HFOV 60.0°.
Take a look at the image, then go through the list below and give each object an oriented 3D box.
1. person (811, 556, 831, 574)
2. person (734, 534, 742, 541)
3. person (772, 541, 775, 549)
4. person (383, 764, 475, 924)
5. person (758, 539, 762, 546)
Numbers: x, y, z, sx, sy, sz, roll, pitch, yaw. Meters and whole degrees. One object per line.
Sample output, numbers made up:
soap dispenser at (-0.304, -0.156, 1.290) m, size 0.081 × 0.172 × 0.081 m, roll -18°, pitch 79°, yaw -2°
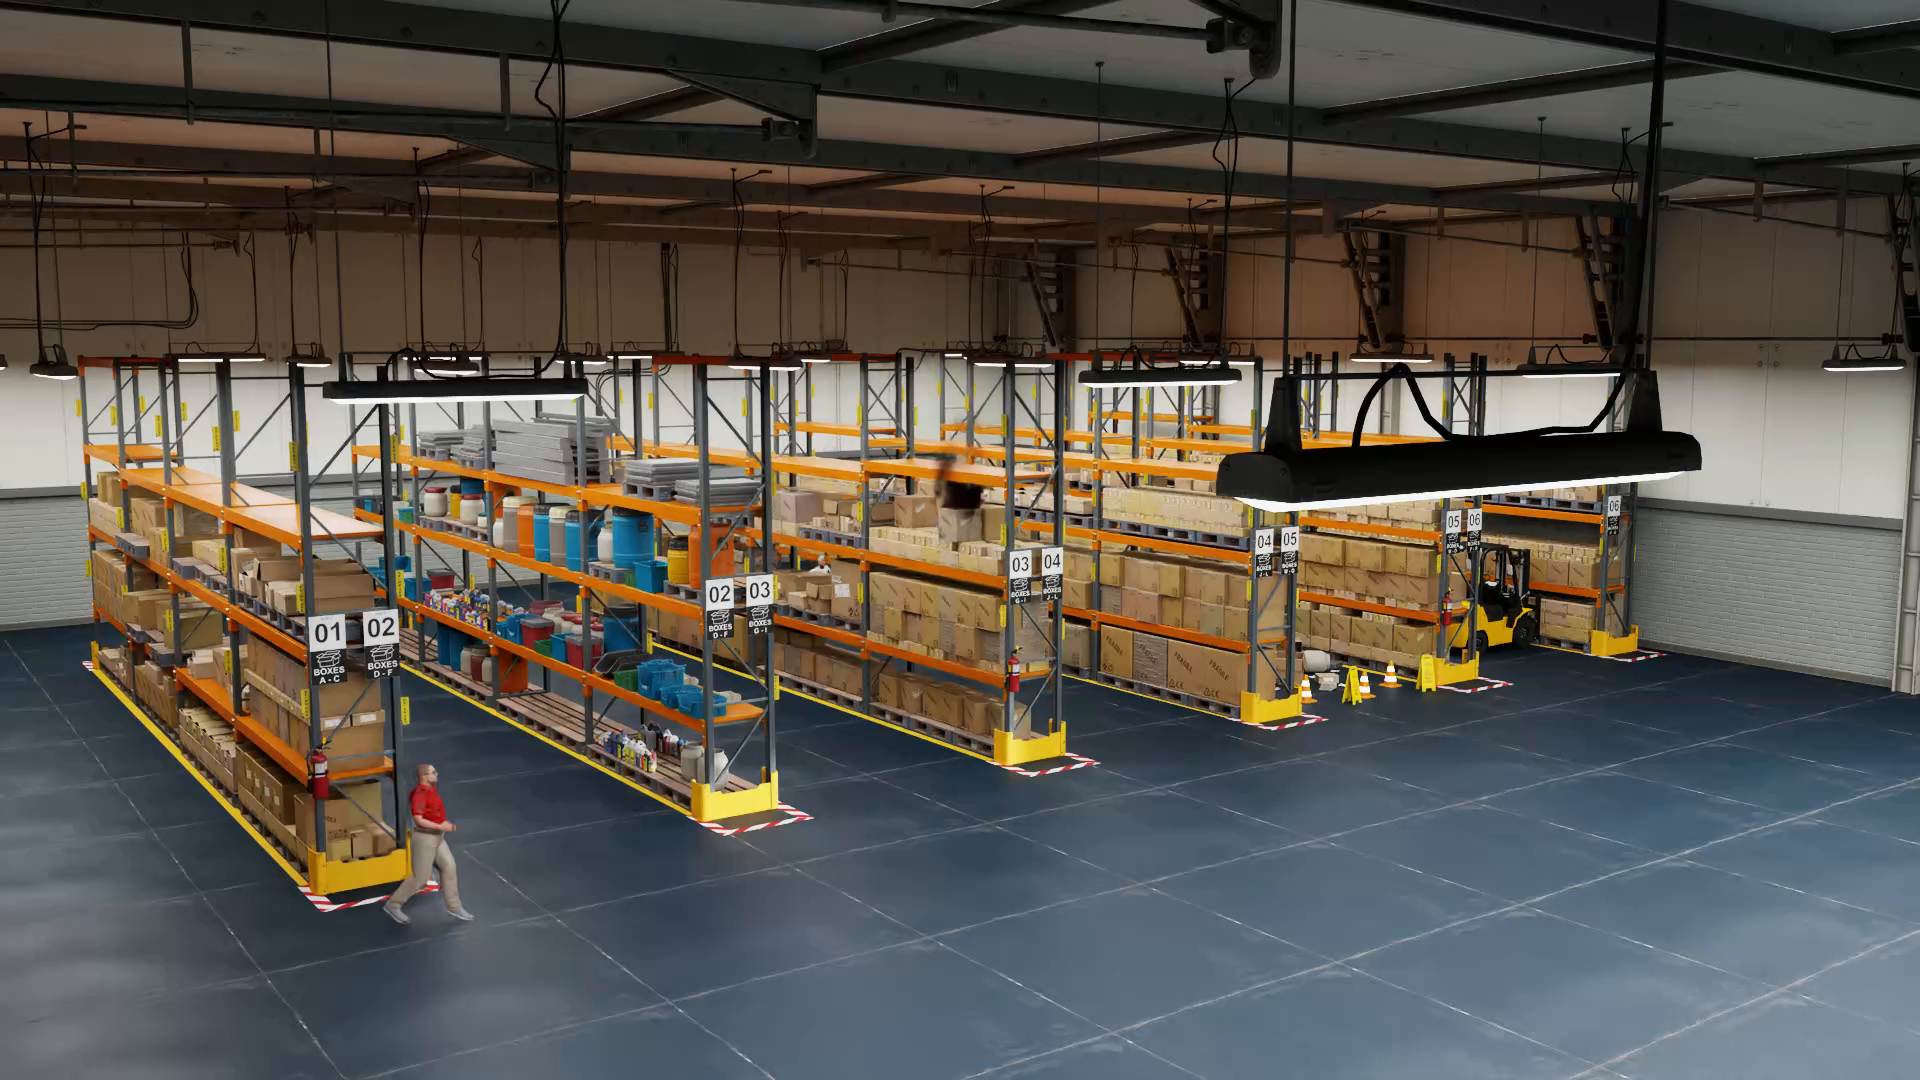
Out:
person at (-2.974, 1.150, 36.195) m, size 0.609 × 1.635 × 0.523 m, roll -4°, pitch 8°, yaw -29°
person at (-5.520, 0.615, 40.536) m, size 0.596 × 1.641 × 0.518 m, roll 5°, pitch 8°, yaw 34°
person at (-4.701, 0.512, 41.823) m, size 0.683 × 1.563 × 0.665 m, roll -2°, pitch 7°, yaw -20°
person at (-5.774, 3.295, 18.074) m, size 0.945 × 1.750 × 0.706 m, roll -1°, pitch 7°, yaw -5°
person at (-4.826, 0.439, 41.942) m, size 0.553 × 1.699 × 0.681 m, roll 5°, pitch 8°, yaw 34°
